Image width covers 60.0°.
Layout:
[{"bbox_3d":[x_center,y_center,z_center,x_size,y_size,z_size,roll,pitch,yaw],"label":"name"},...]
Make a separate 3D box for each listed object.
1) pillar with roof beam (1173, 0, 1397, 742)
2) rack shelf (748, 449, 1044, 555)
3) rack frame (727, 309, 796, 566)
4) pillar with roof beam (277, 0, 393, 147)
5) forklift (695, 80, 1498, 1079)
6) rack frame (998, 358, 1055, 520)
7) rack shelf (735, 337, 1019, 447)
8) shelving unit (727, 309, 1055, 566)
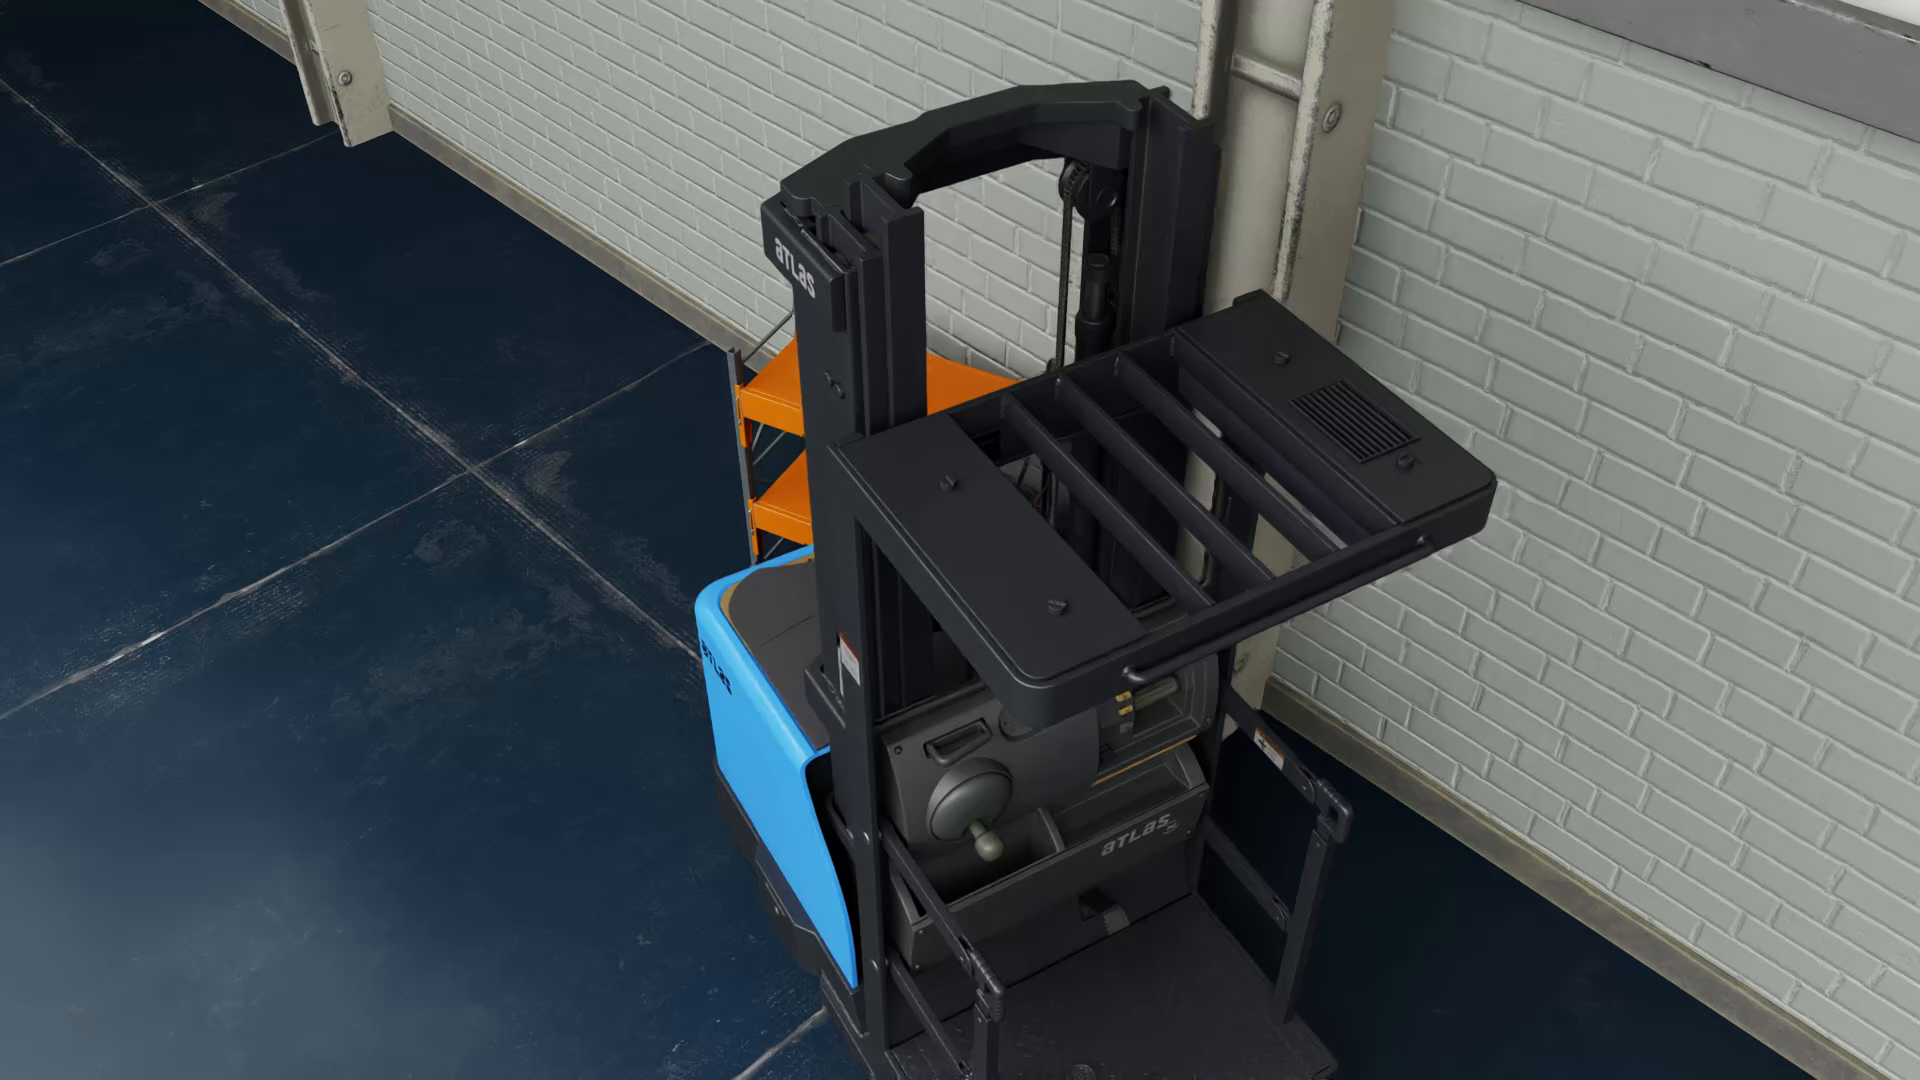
[{"bbox_3d":[-2.172,-0.666,0.840,9.100,9.000,0.400,-34,53,-31],"label":"pillar with roof beam"},{"bbox_3d":[-0.235,-0.047,6.332,1.000,0.278,0.538,20,46,20],"label":"rack shelf"},{"bbox_3d":[-0.685,-0.387,6.339,0.032,1.125,0.500,20,46,20],"label":"rack frame"},{"bbox_3d":[-6.409,-3.549,3.960,9.100,9.000,0.400,-34,53,-31],"label":"pillar with roof beam"},{"bbox_3d":[0.356,0.559,3.986,1.130,2.935,3.031,-21,47,-22],"label":"forklift"},{"bbox_3d":[0.215,-0.066,5.993,0.032,1.125,0.500,20,46,20],"label":"rack frame"},{"bbox_3d":[-0.235,-0.441,5.968,1.000,0.278,0.538,20,46,20],"label":"rack shelf"},{"bbox_3d":[-0.235,-0.226,6.166,1.048,1.125,0.538,20,46,20],"label":"shelving unit"}]
